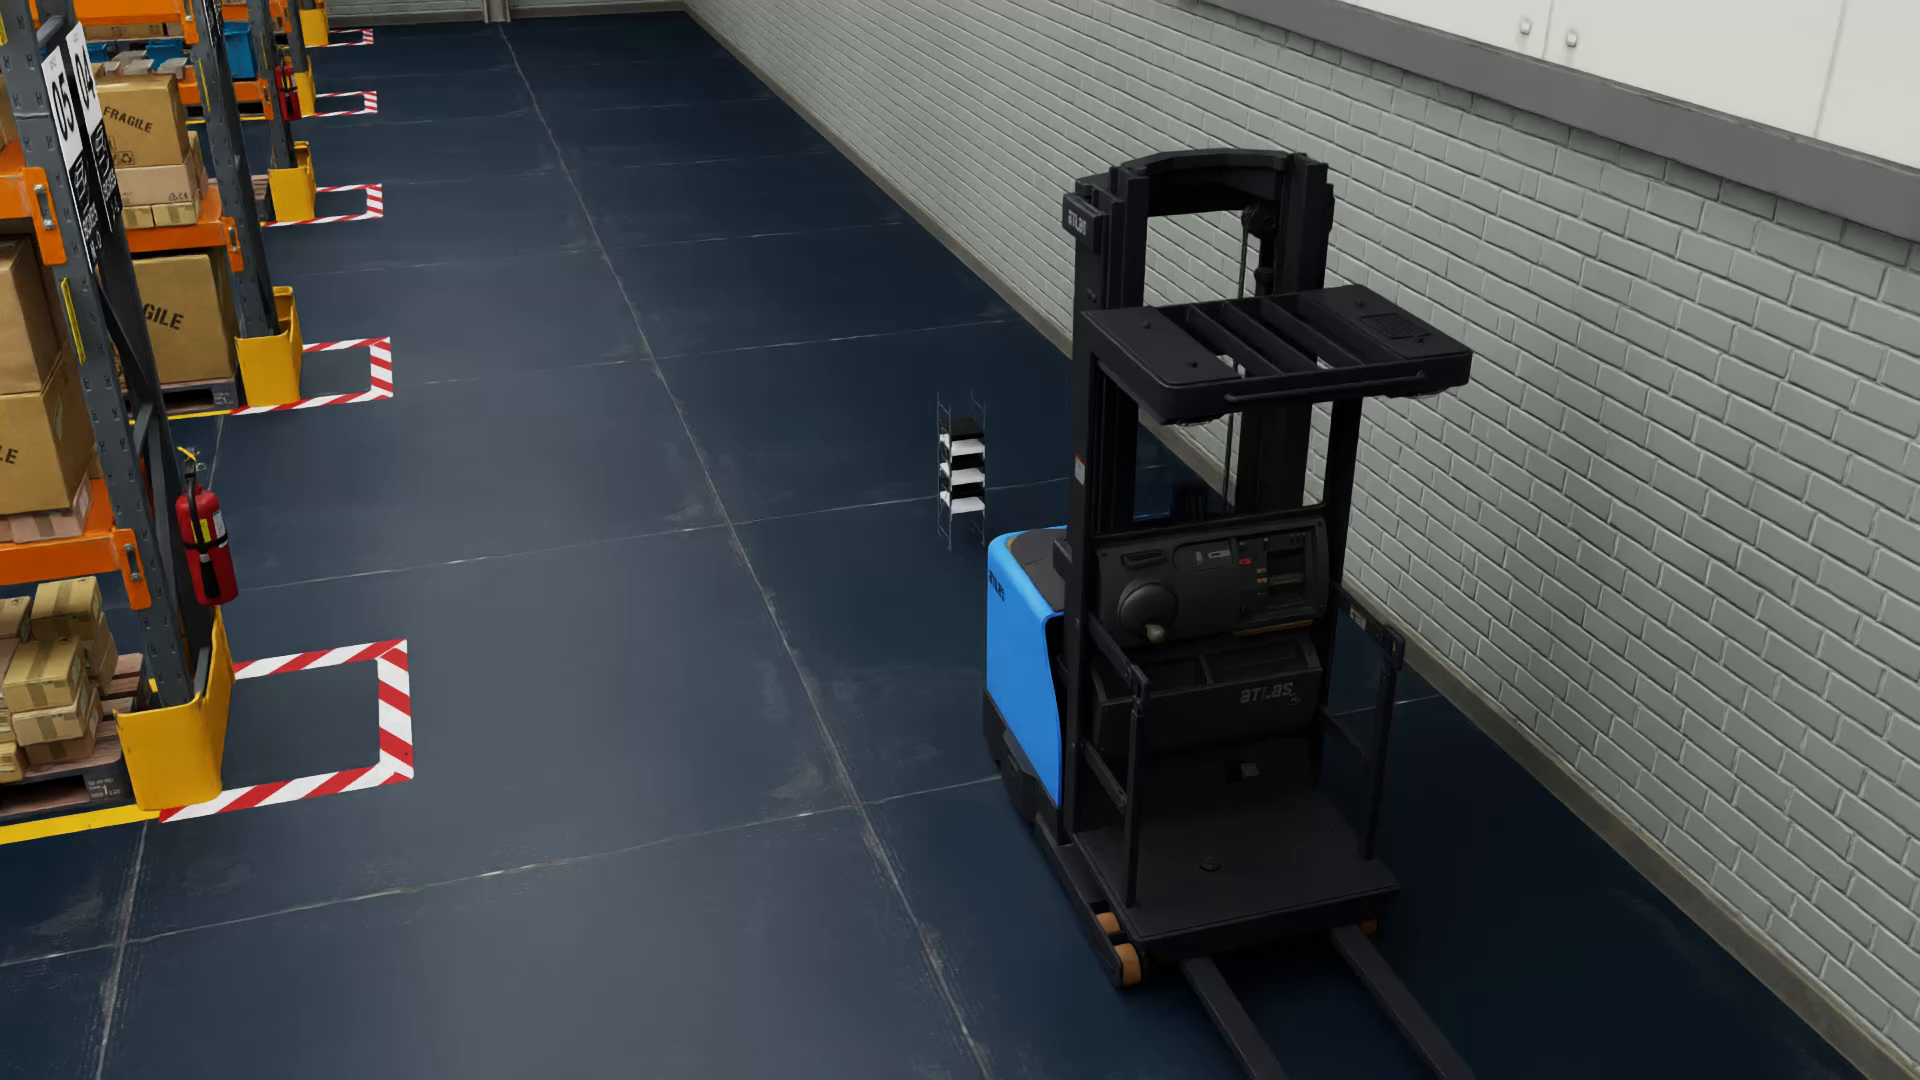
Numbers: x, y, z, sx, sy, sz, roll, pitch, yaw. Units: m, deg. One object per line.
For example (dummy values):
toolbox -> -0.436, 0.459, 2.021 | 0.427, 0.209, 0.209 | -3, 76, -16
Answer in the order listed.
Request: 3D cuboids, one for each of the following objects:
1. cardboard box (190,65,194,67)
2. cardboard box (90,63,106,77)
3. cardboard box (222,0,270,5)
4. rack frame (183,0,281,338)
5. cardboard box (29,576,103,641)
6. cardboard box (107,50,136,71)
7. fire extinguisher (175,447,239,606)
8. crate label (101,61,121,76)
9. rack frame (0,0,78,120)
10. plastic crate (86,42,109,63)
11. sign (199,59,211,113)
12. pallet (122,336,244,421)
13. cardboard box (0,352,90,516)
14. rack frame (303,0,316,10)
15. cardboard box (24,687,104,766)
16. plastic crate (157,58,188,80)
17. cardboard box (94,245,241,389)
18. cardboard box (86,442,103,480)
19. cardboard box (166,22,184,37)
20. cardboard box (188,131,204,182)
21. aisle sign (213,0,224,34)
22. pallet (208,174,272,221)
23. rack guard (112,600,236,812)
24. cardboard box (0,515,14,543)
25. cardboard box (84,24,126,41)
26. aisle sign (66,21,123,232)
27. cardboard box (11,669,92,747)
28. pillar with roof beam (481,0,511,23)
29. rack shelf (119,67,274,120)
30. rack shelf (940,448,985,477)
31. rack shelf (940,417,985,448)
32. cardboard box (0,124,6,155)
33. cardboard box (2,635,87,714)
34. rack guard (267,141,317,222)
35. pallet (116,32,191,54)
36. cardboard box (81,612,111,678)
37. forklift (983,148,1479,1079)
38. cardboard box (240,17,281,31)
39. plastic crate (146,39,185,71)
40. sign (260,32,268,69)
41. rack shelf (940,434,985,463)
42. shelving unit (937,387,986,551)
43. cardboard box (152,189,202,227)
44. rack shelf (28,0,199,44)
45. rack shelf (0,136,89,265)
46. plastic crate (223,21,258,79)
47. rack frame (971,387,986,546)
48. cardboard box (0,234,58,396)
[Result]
cardboard box -> -9.156, -5.661, 20.376 | 0.500, 0.250, 0.500 | -8, 28, -16
cardboard box -> -6.027, -2.911, 11.231 | 0.500, 0.500, 0.500 | -9, 28, -17
cardboard box -> -8.417, -6.587, 19.532 | 0.500, 0.500, 0.500 | -7, 27, -15
rack frame -> -5.011, -2.530, 11.473 | 0.127, 3.000, 1.000 | -8, 28, -16
cardboard box -> -4.175, 0.332, 7.773 | 0.250, 0.149, 0.380 | -10, 28, -18
cardboard box -> -10.094, -5.508, 19.784 | 0.637, 0.503, 0.797 | -8, 28, -16
fire extinguisher -> -3.189, -0.057, 6.997 | 0.183, 0.674, 0.296 | -8, 28, -16
crate label -> -7.802, -4.261, 15.190 | 0.243, 0.136, 0.396 | -8, 28, -16
rack frame -> -3.571, -3.106, 5.886 | 0.127, 3.000, 1.000 | -8, 28, -16
plastic crate -> -8.134, -4.500, 15.561 | 0.300, 0.233, 0.416 | -8, 28, -16
sign -> -4.856, -2.923, 10.696 | 0.005, 0.325, 0.100 | -8, 28, -16
pallet -> -5.747, -1.138, 11.804 | 1.213, 0.211, 1.003 | -8, 28, -16
cardboard box -> -3.919, -0.426, 6.788 | 0.500, 0.500, 0.500 | -8, 27, -15
rack frame -> -9.613, -8.813, 24.128 | 0.127, 3.000, 1.000 | -8, 28, -16
cardboard box -> -4.007, 0.831, 7.437 | 0.250, 0.149, 0.380 | -8, 27, -15
plastic crate -> -7.264, -4.344, 15.356 | 0.243, 0.136, 0.396 | -8, 28, -16
cardboard box -> -5.595, -1.644, 11.606 | 0.875, 0.875, 0.875 | -8, 28, -16
cardboard box -> -3.981, -0.400, 7.465 | 0.250, 0.149, 0.380 | -8, 28, -17
cardboard box -> -11.201, -7.604, 24.032 | 0.500, 0.500, 0.700 | -9, 28, -18
cardboard box -> -5.551, -2.644, 11.537 | 0.500, 0.250, 0.500 | -9, 28, -17
aisle sign -> -5.036, -3.831, 11.170 | 0.004, 0.787, 0.394 | -8, 28, -16
pallet -> -7.341, -3.278, 16.115 | 1.213, 0.211, 1.003 | -8, 28, -16
rack guard -> -3.644, 0.711, 7.755 | 0.348, 0.500, 1.175 | -8, 28, -16
cardboard box -> -4.042, -0.123, 6.908 | 0.250, 0.149, 0.380 | -8, 28, -16
cardboard box -> -12.195, -7.458, 23.738 | 0.500, 0.500, 0.700 | -9, 28, -17
aisle sign -> -3.595, -1.720, 6.918 | 0.004, 0.787, 0.394 | -8, 28, -16
cardboard box -> -3.985, 0.730, 7.305 | 0.250, 0.149, 0.380 | -9, 28, -17
pillar with roof beam -> -5.981, -10.417, 20.613 | 0.400, 9.000, 9.100 | -8, 28, -16
rack shelf -> -8.447, -4.026, 15.296 | 4.000, 0.370, 1.077 | -8, 28, -16
rack shelf -> 0.008, -0.455, 9.527 | 0.200, 0.077, 0.258 | -8, 28, -16
rack shelf -> 0.008, -0.616, 9.447 | 0.200, 0.077, 0.258 | -8, 28, -16
cardboard box -> -3.922, -1.521, 6.235 | 0.500, 0.250, 0.500 | -9, 28, -17
cardboard box -> -3.996, 0.584, 7.266 | 0.250, 0.149, 0.380 | -8, 27, -16
rack guard -> -6.526, -3.513, 16.264 | 0.348, 0.500, 1.175 | -8, 28, -16
pallet -> -11.507, -7.254, 24.125 | 1.213, 0.211, 1.003 | -8, 28, -16
cardboard box -> -4.149, 0.500, 7.768 | 0.250, 0.149, 0.380 | -7, 27, -14
forklift -> 1.022, 0.190, 6.070 | 1.130, 2.935, 3.031 | -8, 27, -15
cardboard box -> -10.248, -7.743, 24.311 | 0.500, 0.500, 0.700 | -8, 28, -16
plastic crate -> -7.508, -4.590, 15.744 | 0.300, 0.233, 0.416 | -8, 28, -16
sign -> -6.359, -4.467, 15.191 | 0.005, 0.325, 0.100 | -8, 28, -16
rack shelf -> 0.008, -0.536, 9.487 | 0.200, 0.077, 0.258 | -8, 28, -16
shelving unit -> 0.008, -0.404, 9.552 | 0.210, 0.900, 0.258 | -8, 28, -16
cardboard box -> -5.248, -2.229, 11.149 | 0.250, 0.149, 0.380 | -8, 27, -15
rack shelf -> -6.913, -3.276, 10.411 | 4.000, 0.370, 1.077 | -8, 28, -16
rack shelf -> -5.473, -1.165, 6.159 | 4.000, 0.370, 1.077 | -8, 28, -16
plastic crate -> -6.806, -4.542, 15.418 | 0.499, 0.435, 0.616 | -8, 28, -16
rack frame -> 0.104, -0.418, 9.580 | 0.006, 0.900, 0.240 | -8, 28, -16
cardboard box -> -3.930, -0.876, 6.571 | 0.500, 0.500, 0.500 | -9, 28, -17
